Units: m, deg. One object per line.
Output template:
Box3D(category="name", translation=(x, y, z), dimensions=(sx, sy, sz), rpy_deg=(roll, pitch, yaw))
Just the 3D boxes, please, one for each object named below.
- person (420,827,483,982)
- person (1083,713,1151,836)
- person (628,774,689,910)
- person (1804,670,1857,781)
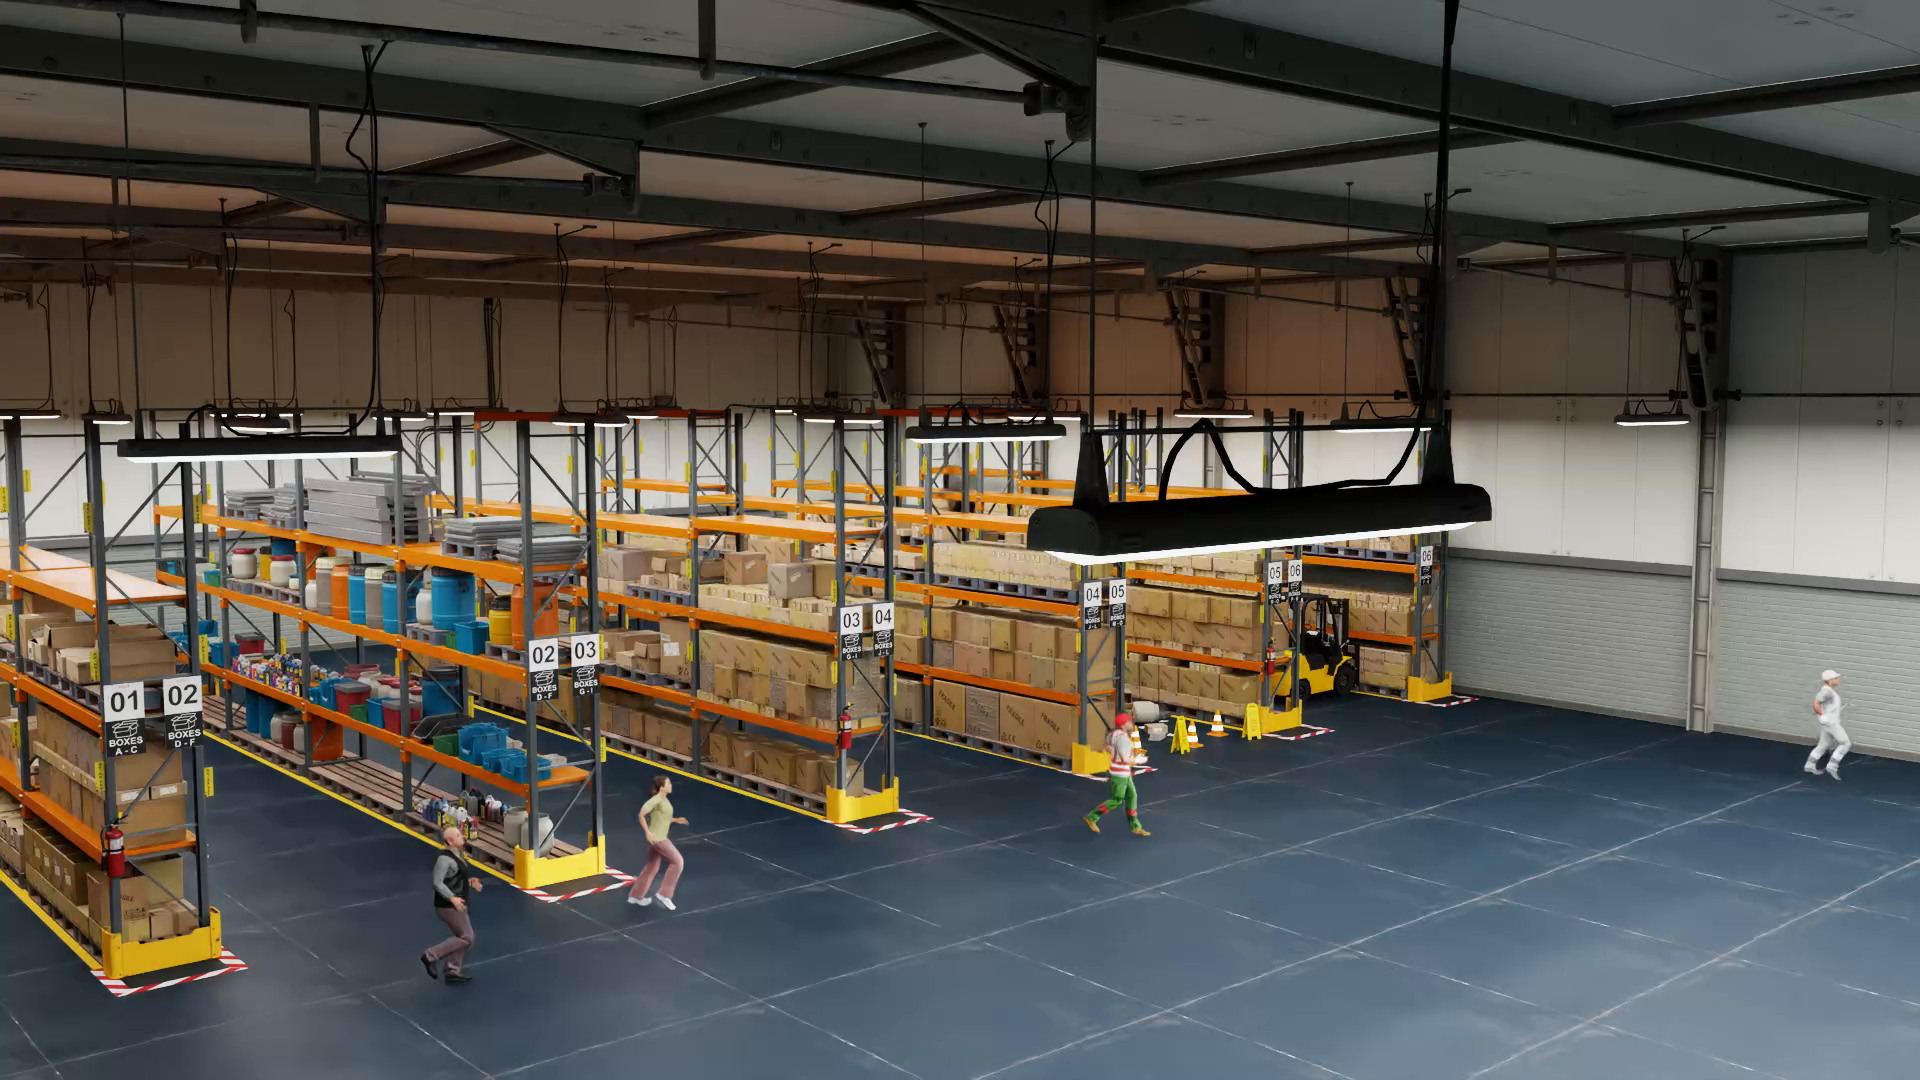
Box3D(category="person", translation=(-5.477, 3.923, 17.921), dimensions=(0.627, 1.696, 0.656), rpy_deg=(-1, 5, -10))
Box3D(category="person", translation=(2.245, 3.354, 23.732), dimensions=(0.992, 1.791, 0.669), rpy_deg=(0, 5, -1))
Box3D(category="person", translation=(-3.724, 3.724, 20.489), dimensions=(0.763, 1.653, 0.518), rpy_deg=(-1, 5, -7))
Box3D(category="person", translation=(14.313, 3.041, 27.322), dimensions=(0.735, 1.817, 0.641), rpy_deg=(2, 5, 23))
